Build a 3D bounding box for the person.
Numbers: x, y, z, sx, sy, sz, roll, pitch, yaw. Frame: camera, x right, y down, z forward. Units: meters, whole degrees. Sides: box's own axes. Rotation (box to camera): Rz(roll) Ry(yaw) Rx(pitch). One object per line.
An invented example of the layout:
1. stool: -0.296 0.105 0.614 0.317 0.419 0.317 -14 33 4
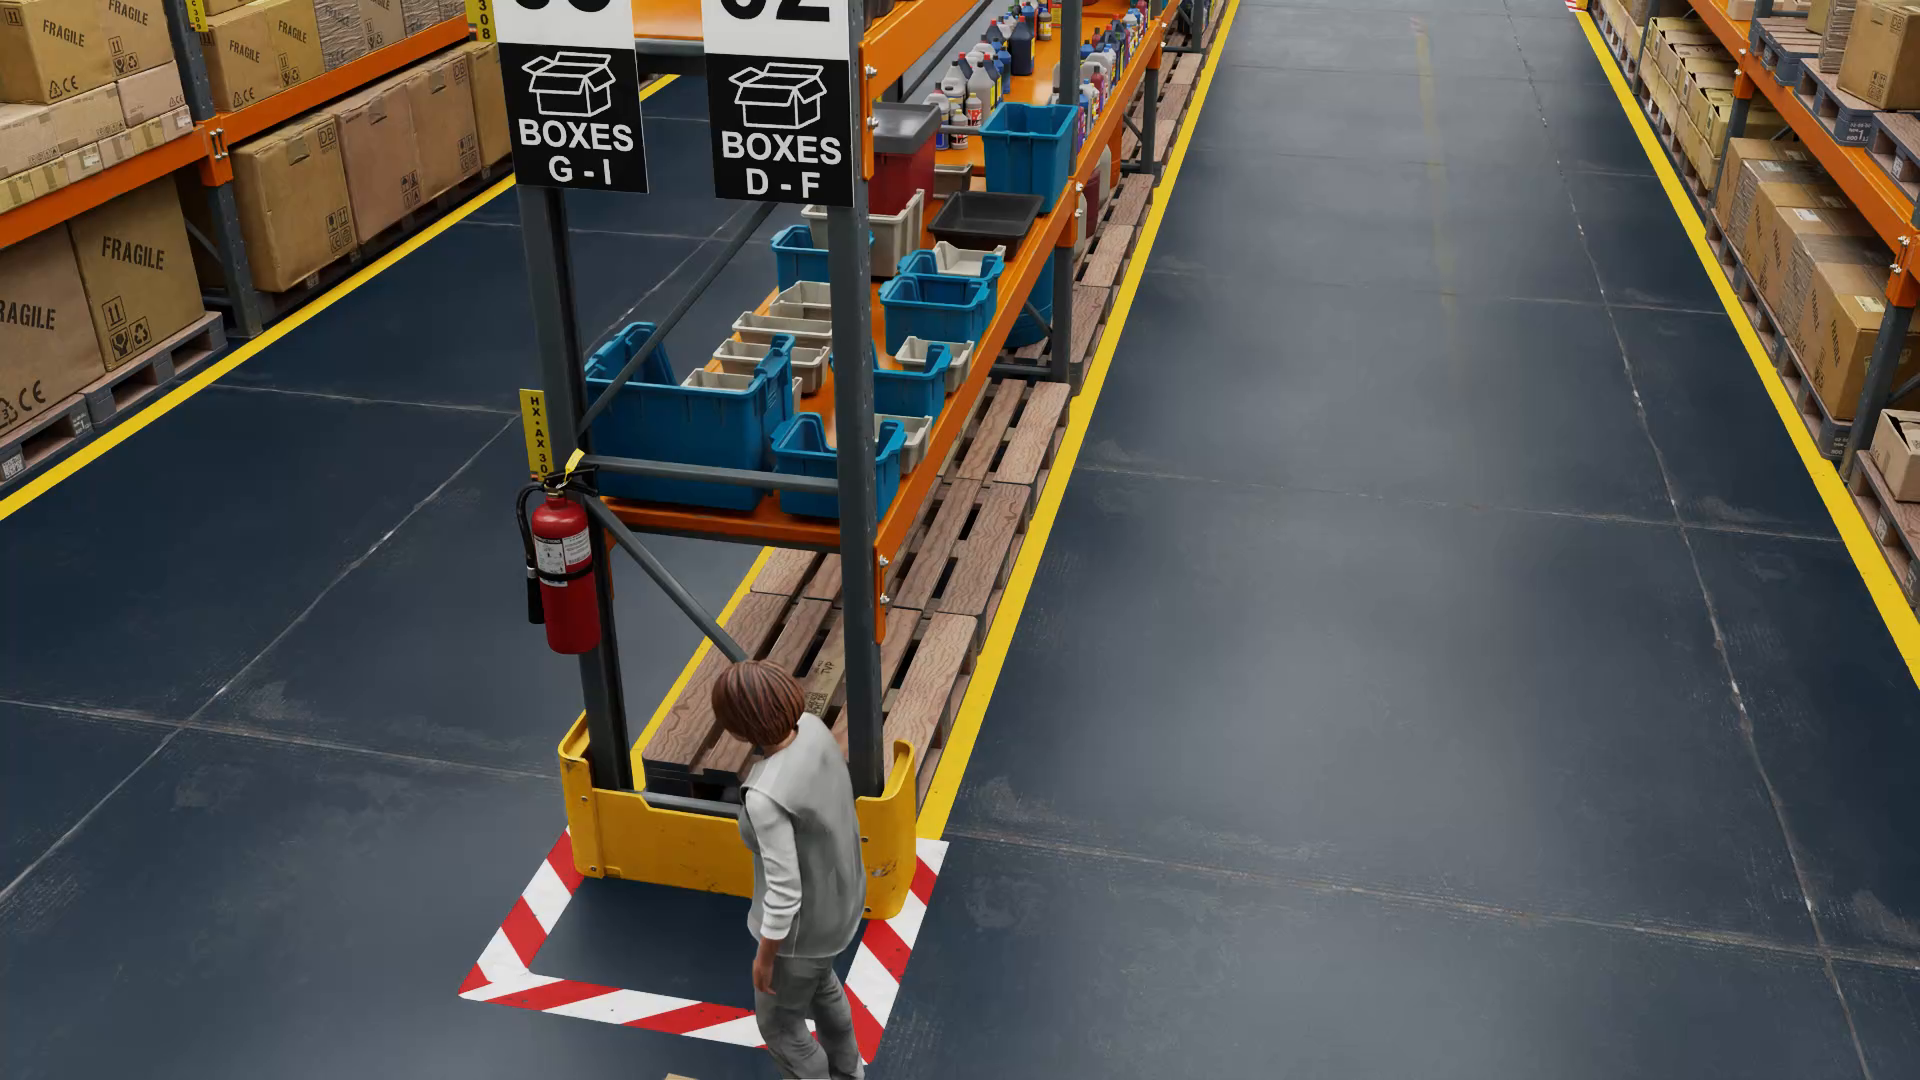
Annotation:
1. person: -0.436 0.989 4.412 0.328 1.592 0.479 7 30 13
